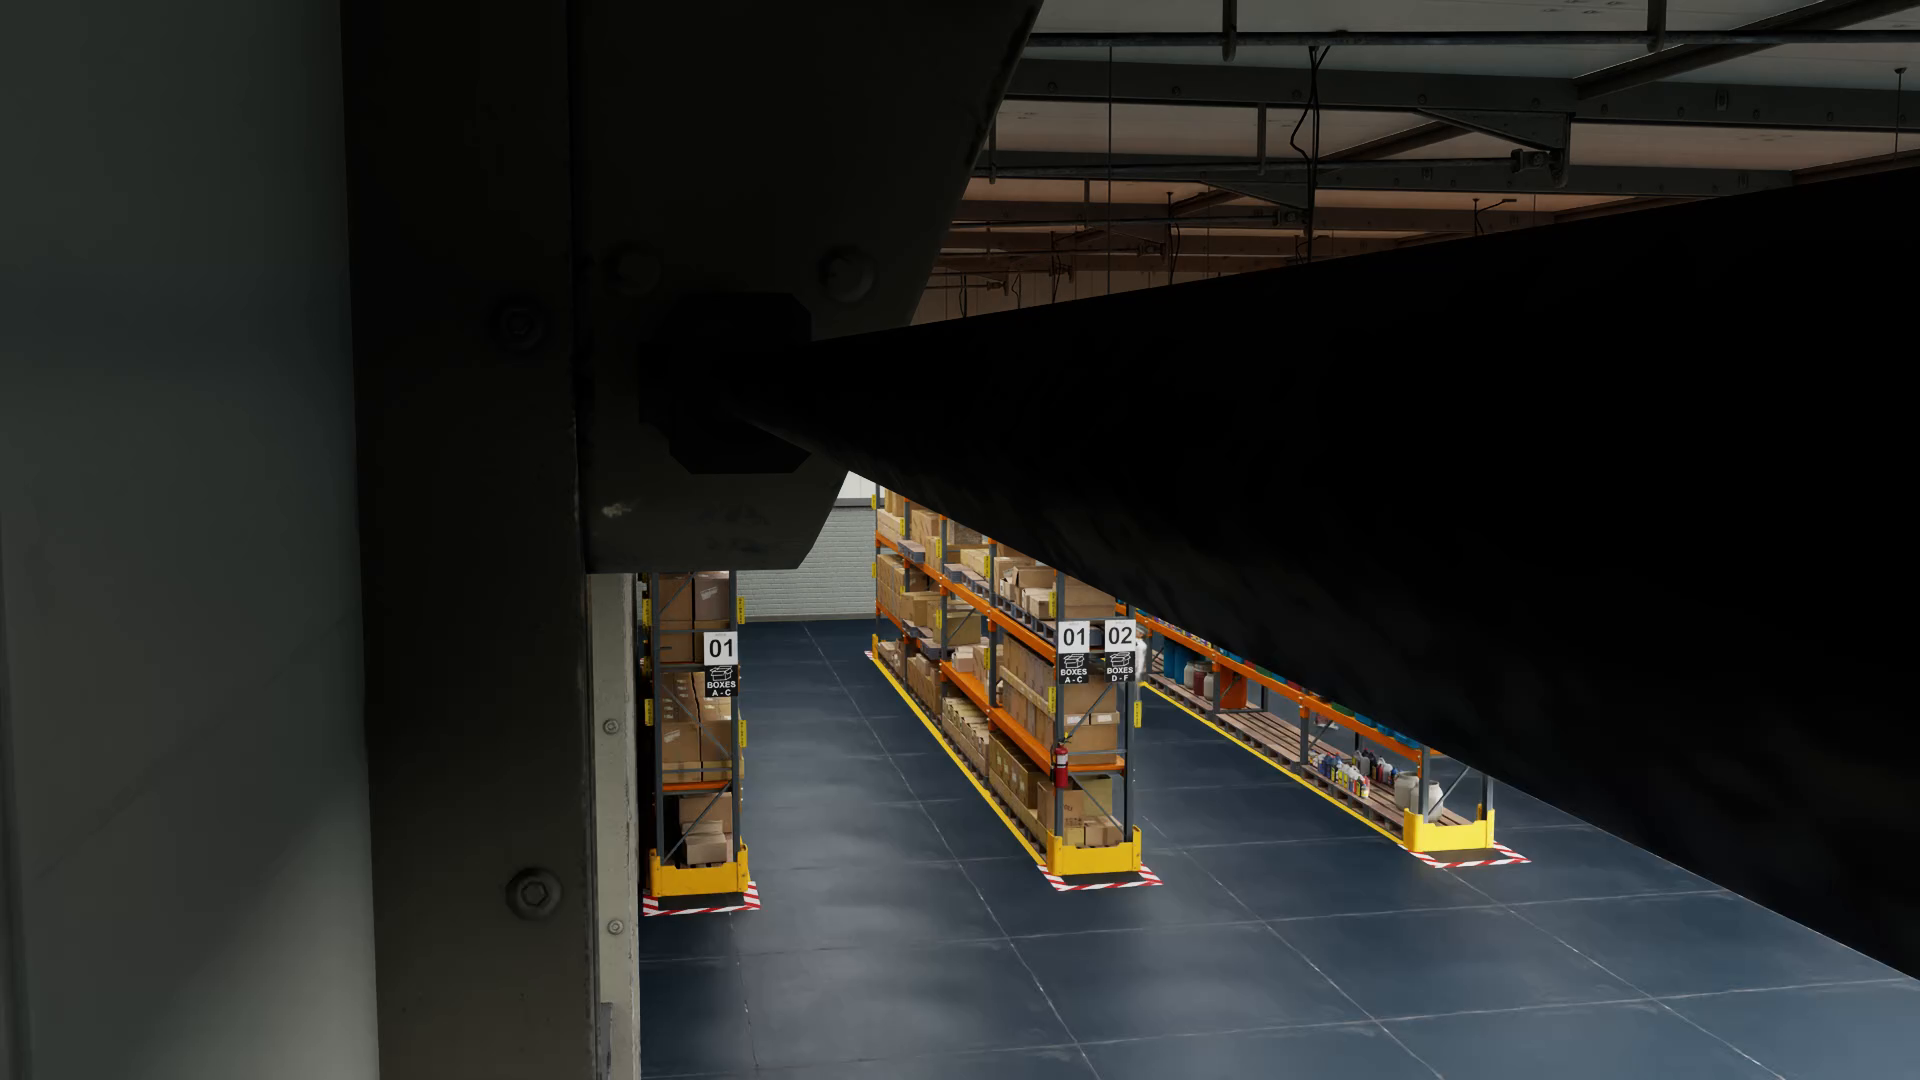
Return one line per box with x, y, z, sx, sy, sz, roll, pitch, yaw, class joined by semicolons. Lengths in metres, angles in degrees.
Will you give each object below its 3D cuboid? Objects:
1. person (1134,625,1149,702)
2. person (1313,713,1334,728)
3.160;2.389;30.402;0.491;1.677;0.614;5;8;41;person
6.482;2.484;29.383;0.455;1.677;0.347;1;6;6;person
